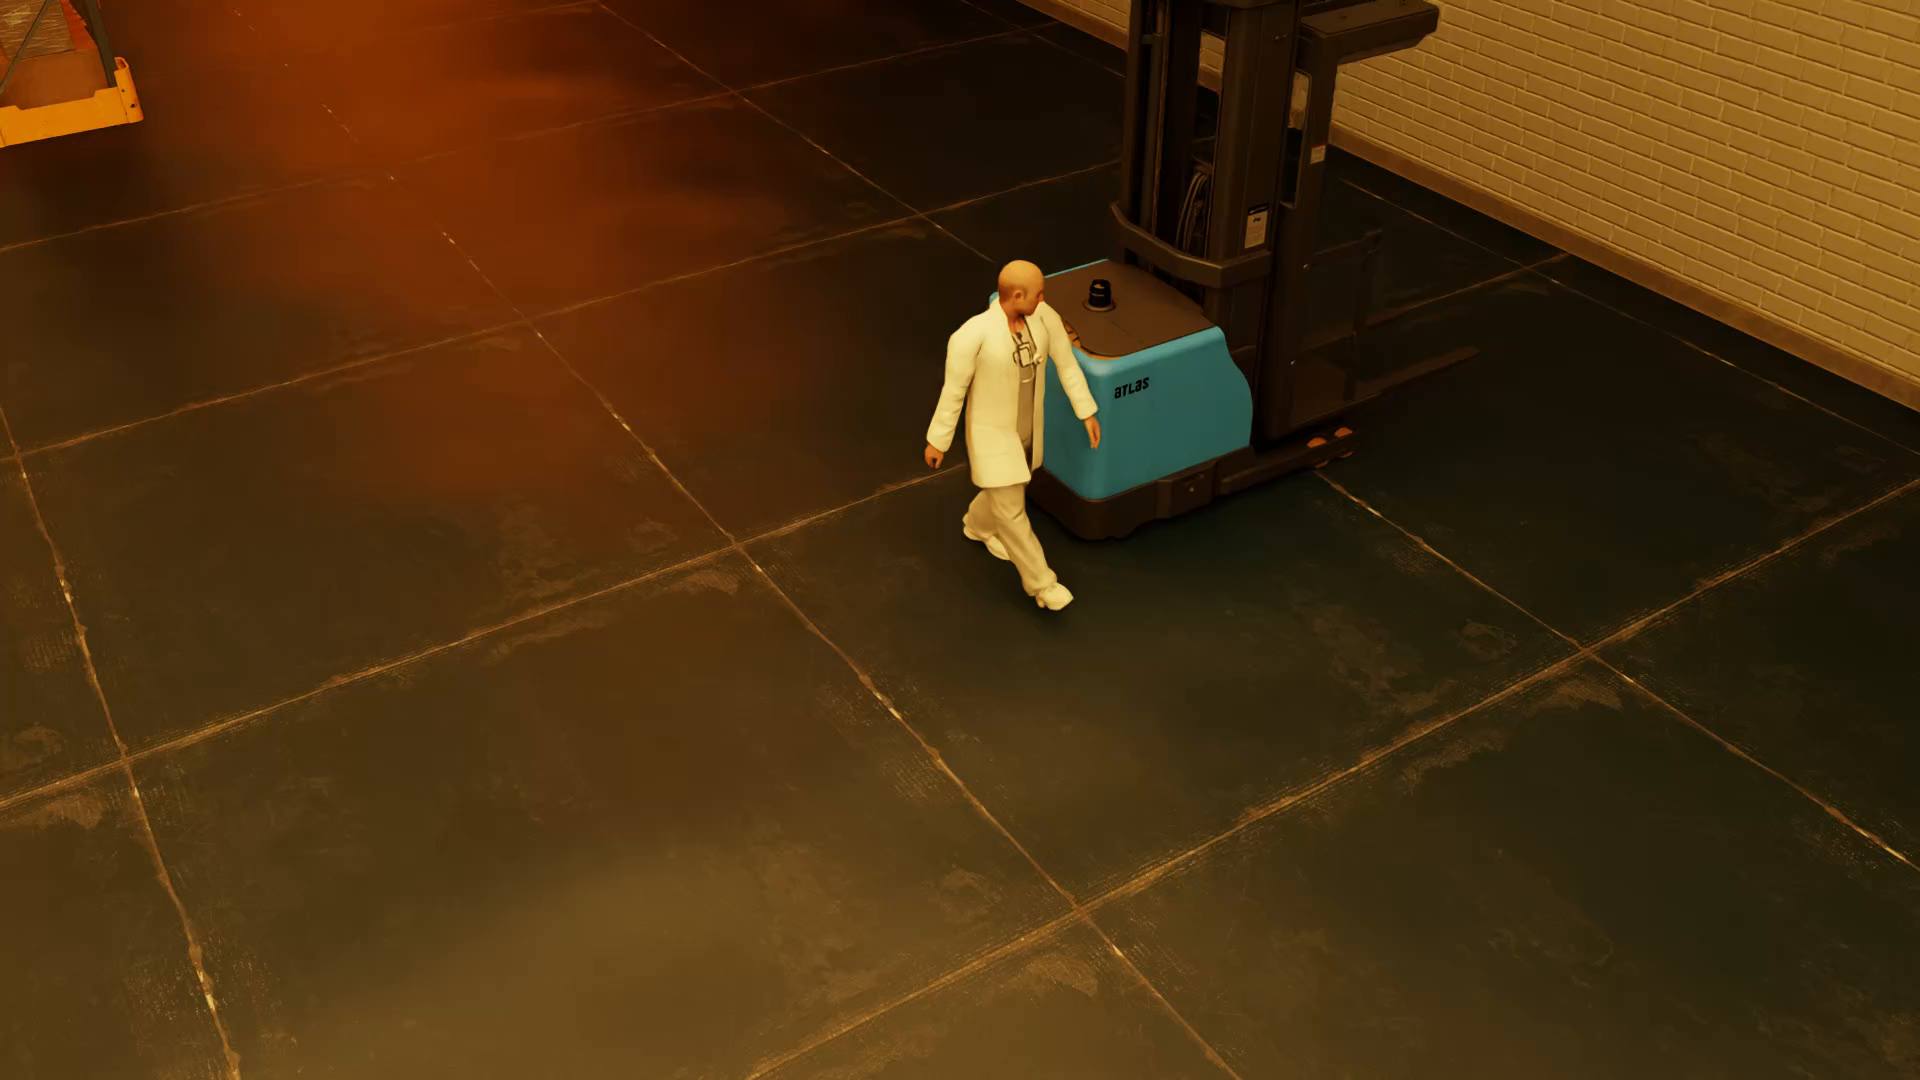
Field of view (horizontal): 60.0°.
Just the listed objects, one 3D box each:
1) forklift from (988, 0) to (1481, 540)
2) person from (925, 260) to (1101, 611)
[{"bbox_3d":[1.652,-1.839,8.764,3.031,2.935,1.130,-20,40,-26],"label":"forklift"},{"bbox_3d":[0.274,-0.491,7.899,0.744,1.727,1.002,-27,43,-33],"label":"person"}]
